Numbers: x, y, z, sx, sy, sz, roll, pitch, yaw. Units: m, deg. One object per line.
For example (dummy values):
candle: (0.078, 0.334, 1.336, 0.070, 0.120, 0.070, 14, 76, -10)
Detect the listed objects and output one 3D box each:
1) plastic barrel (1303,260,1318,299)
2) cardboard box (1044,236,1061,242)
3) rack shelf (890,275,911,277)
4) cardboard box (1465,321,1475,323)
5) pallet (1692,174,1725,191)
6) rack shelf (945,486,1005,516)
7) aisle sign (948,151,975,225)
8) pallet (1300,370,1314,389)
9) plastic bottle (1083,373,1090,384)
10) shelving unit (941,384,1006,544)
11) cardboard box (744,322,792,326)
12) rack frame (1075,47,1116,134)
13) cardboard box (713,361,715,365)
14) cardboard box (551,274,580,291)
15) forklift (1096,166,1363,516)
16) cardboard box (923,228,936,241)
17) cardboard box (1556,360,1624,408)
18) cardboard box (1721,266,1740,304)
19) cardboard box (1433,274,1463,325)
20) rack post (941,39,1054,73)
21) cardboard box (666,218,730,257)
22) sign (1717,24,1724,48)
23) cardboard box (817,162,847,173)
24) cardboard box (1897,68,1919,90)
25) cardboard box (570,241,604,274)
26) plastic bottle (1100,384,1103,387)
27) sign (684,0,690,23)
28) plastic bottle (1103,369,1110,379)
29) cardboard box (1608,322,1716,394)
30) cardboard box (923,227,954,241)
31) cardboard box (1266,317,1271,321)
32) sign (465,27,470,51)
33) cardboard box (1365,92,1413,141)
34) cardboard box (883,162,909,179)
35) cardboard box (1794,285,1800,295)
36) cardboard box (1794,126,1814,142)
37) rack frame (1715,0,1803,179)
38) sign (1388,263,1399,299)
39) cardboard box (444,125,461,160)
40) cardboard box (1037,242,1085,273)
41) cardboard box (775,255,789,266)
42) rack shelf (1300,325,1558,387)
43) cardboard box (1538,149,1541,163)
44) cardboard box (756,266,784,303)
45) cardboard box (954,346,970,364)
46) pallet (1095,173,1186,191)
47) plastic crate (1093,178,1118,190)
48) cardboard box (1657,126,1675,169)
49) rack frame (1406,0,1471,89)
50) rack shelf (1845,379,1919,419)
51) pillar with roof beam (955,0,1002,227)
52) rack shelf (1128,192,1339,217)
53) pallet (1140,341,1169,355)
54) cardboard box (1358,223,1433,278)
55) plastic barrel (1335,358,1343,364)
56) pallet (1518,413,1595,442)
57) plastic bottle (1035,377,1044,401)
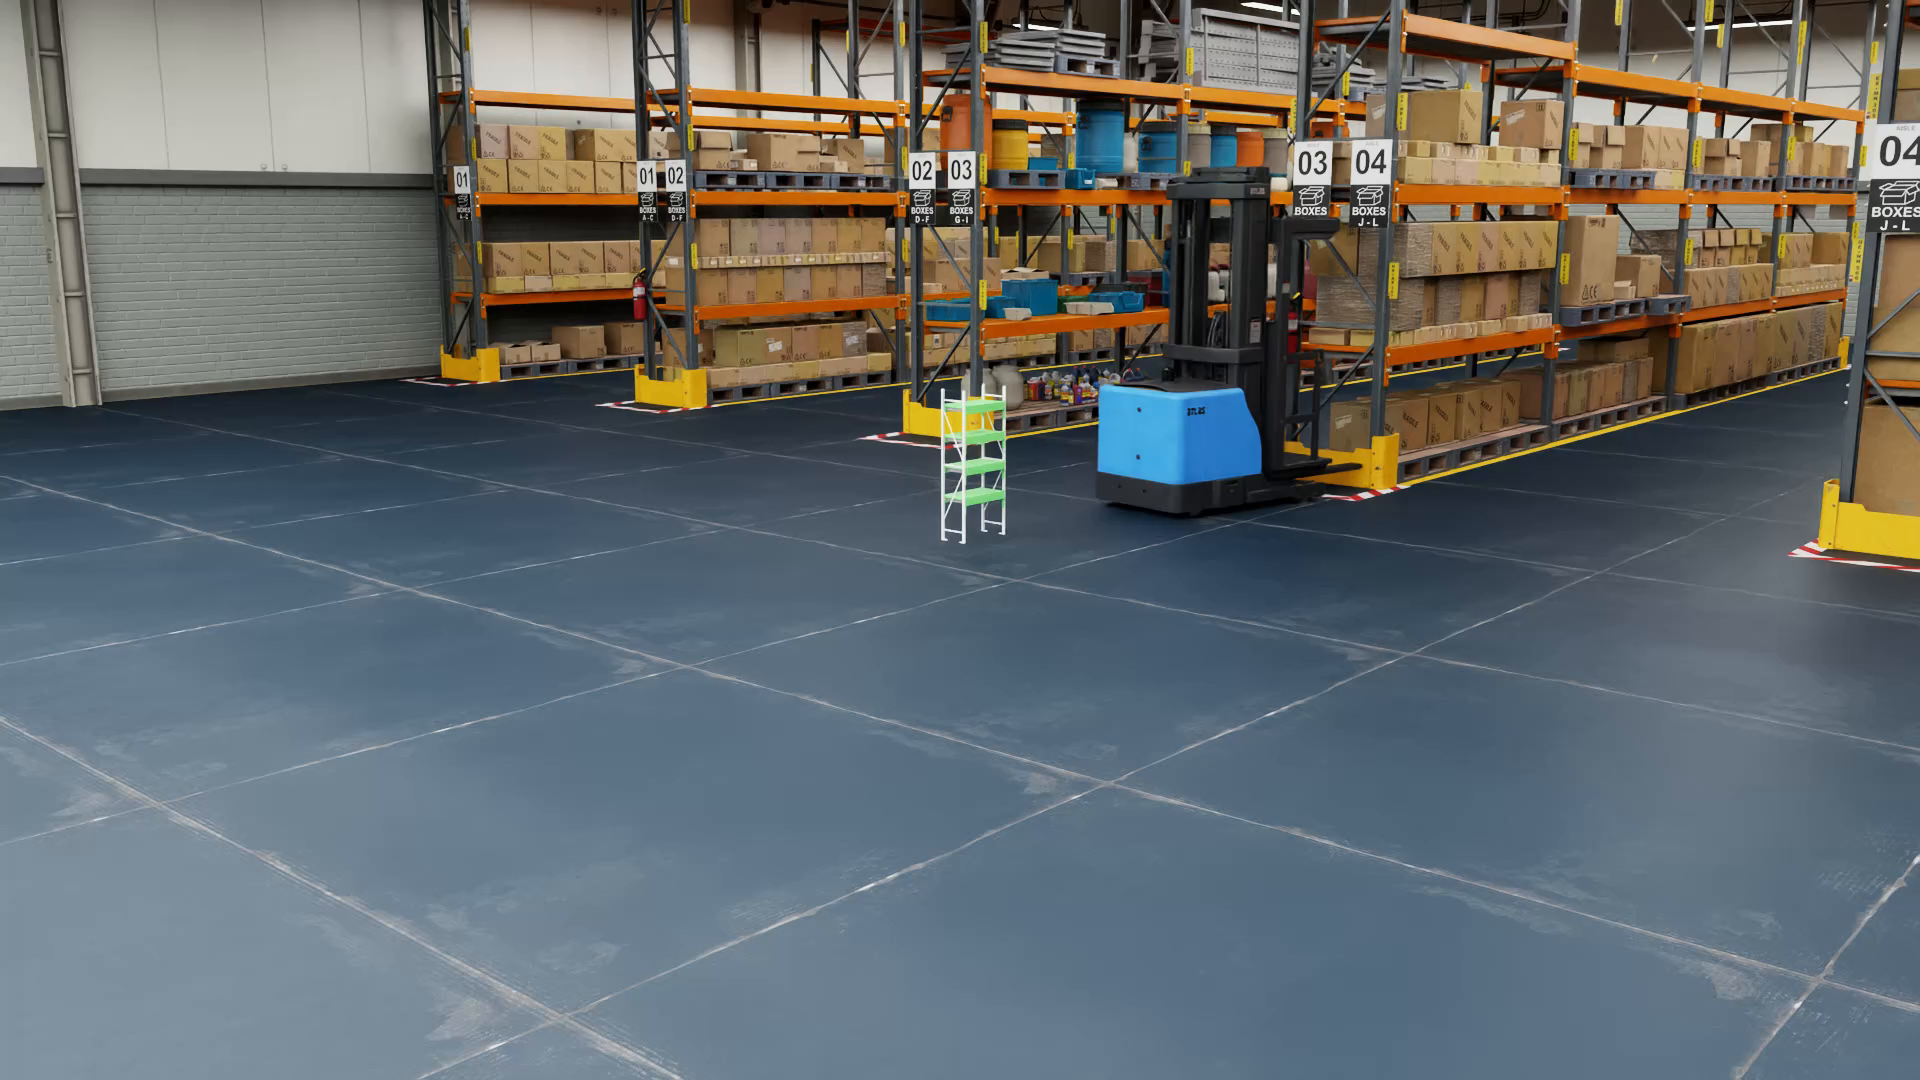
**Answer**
plastic barrel: (5.047, -3.802, 24.240, 0.600, 0.536, 0.708, 10, 15, 40)
cardboard box: (1.653, -6.152, 35.587, 0.980, 0.700, 0.700, 9, 14, 38)
rack shelf: (-0.996, -5.065, 32.748, 1.077, 0.370, 4.000, 10, 15, 40)
cardboard box: (5.061, -2.175, 17.084, 0.380, 0.149, 0.250, 10, 15, 40)
pallet: (9.231, -4.682, 21.818, 1.213, 0.211, 1.003, 11, 16, 43)
rack shelf: (0.109, -0.315, 13.275, 0.258, 0.148, 0.480, 10, 15, 40)
aisle sign: (0.017, -3.892, 18.401, 0.394, 0.787, 0.004, 10, 15, 40)
pallet: (4.585, -2.366, 24.518, 1.003, 0.211, 1.213, 10, 15, 40)
plastic bottle: (1.636, -2.030, 21.558, 0.097, 0.271, 0.097, 0, 11, 0)
shelving unit: (0.109, -0.613, 13.216, 0.258, 1.200, 0.503, 10, 15, 40)
cardboard box: (-2.763, -2.871, 23.963, 0.500, 0.500, 0.500, 10, 15, 40)
rack frame: (2.965, -9.242, 36.509, 1.000, 3.000, 0.127, 10, 15, 40)
cardboard box: (-3.420, -2.356, 23.298, 0.500, 0.250, 0.500, 10, 15, 40)
cardboard box: (-6.364, -4.066, 26.241, 0.500, 0.250, 0.500, 9, 15, 39)
forklift: (2.674, -1.848, 14.979, 3.031, 2.935, 1.130, -9, 14, -37)
cardboard box: (-0.809, -5.958, 32.404, 0.500, 0.250, 0.500, 9, 15, 39)
cardboard box: (7.693, -1.923, 20.441, 0.500, 0.500, 0.700, -11, 15, -43)
cardboard box: (10.377, -3.513, 22.885, 0.500, 0.500, 0.500, 10, 15, 41)
cardboard box: (4.551, -2.454, 16.826, 0.875, 0.500, 0.500, 10, 15, 40)
rack post: (0.439, -5.457, 18.834, 0.954, 0.300, 0.937, -10, 15, -41)
cardboard box: (-3.521, -4.066, 22.345, 0.700, 0.500, 0.500, 10, 15, 41)
sign: (11.086, -7.344, 24.214, 0.100, 0.325, 0.005, 10, 15, 40)
cardboard box: (-1.824, -5.304, 23.664, 0.380, 0.149, 0.250, 10, 15, 40)
cardboard box: (7.192, -3.456, 12.476, 0.380, 0.149, 0.250, 10, 15, 41)
cardboard box: (-6.045, -4.506, 26.529, 0.500, 0.500, 0.500, 10, 15, 42)
plastic bottle: (1.769, -1.845, 20.813, 0.097, 0.201, 0.097, 0, 11, 0)
sign: (-3.461, -6.711, 21.049, 0.100, 0.325, 0.005, 10, 15, 40)
plastic bottle: (1.946, -2.142, 22.118, 0.097, 0.271, 0.097, 0, 11, 0)
cardboard box: (9.317, -2.465, 22.247, 1.225, 0.875, 0.875, 9, 14, 38)
cardboard box: (-0.473, -6.033, 32.780, 0.500, 0.250, 0.500, 10, 15, 41)
cardboard box: (5.865, -4.280, 32.879, 0.500, 0.250, 0.500, 10, 15, 40)
sign: (-7.190, -7.315, 24.273, 0.100, 0.325, 0.005, 10, 15, 40)
cardboard box: (4.398, -4.197, 16.616, 0.500, 0.500, 0.500, 10, 15, 40)
cardboard box: (-0.819, -5.588, 25.181, 0.500, 0.250, 0.500, -10, 15, -42)
cardboard box: (12.451, -3.784, 25.141, 0.380, 0.149, 0.250, 9, 15, 39)
cardboard box: (12.786, -6.226, 25.568, 0.500, 0.250, 0.500, 9, 15, 39)
rack frame: (11.487, -6.732, 23.944, 1.000, 3.000, 0.127, 10, 15, 40)
sign: (3.973, -2.379, 15.256, 0.100, 0.325, 0.005, 10, 15, 40)
cardboard box: (-7.509, -6.064, 25.394, 0.500, 0.500, 0.500, 11, 15, 43)
cardboard box: (1.738, -4.846, 28.486, 0.700, 0.500, 0.500, 4, 12, 21)
cardboard box: (-2.604, -3.893, 23.133, 0.380, 0.149, 0.250, 10, 15, 40)
rack shelf: (4.886, -1.967, 17.235, 1.077, 0.370, 4.000, 10, 15, 40)
cardboard box: (5.963, -4.094, 17.756, 0.380, 0.149, 0.250, 10, 15, 41)
cardboard box: (-2.881, -3.573, 23.185, 0.700, 0.500, 0.500, 10, 15, 41)
cardboard box: (-0.102, -2.931, 26.177, 0.500, 0.250, 0.500, 9, 15, 39)
pallet: (2.082, -4.513, 20.974, 1.213, 0.211, 1.003, 10, 15, 40)
plastic crate: (1.729, -4.307, 20.132, 0.243, 0.136, 0.396, 10, 15, 40)
cardboard box: (8.389, -4.788, 20.334, 0.500, 0.500, 0.500, 10, 15, 40)
rack frame: (7.766, -7.373, 27.150, 1.000, 3.000, 0.127, 10, 15, 40)
rack shelf: (8.545, -1.310, 13.950, 1.077, 0.370, 4.000, 10, 15, 40)
pillar with roof beam: (3.370, -8.312, 31.852, 9.100, 9.000, 0.548, 10, 15, 40)
rack shelf: (3.805, -4.666, 23.094, 1.077, 0.370, 4.000, 10, 15, 40)
pallet: (3.539, -3.580, 30.596, 1.003, 0.211, 1.213, 10, 15, 40)
cardboard box: (4.133, -2.756, 15.784, 0.500, 0.500, 0.500, 10, 15, 40)
plastic barrel: (5.741, -2.997, 25.839, 0.421, 0.512, 0.421, 0, 11, 0)
pallet: (6.719, -1.361, 19.486, 1.003, 0.211, 1.213, 10, 15, 40)
plastic bottle: (0.995, -1.896, 20.857, 0.061, 0.283, 0.133, 10, 15, 40)
